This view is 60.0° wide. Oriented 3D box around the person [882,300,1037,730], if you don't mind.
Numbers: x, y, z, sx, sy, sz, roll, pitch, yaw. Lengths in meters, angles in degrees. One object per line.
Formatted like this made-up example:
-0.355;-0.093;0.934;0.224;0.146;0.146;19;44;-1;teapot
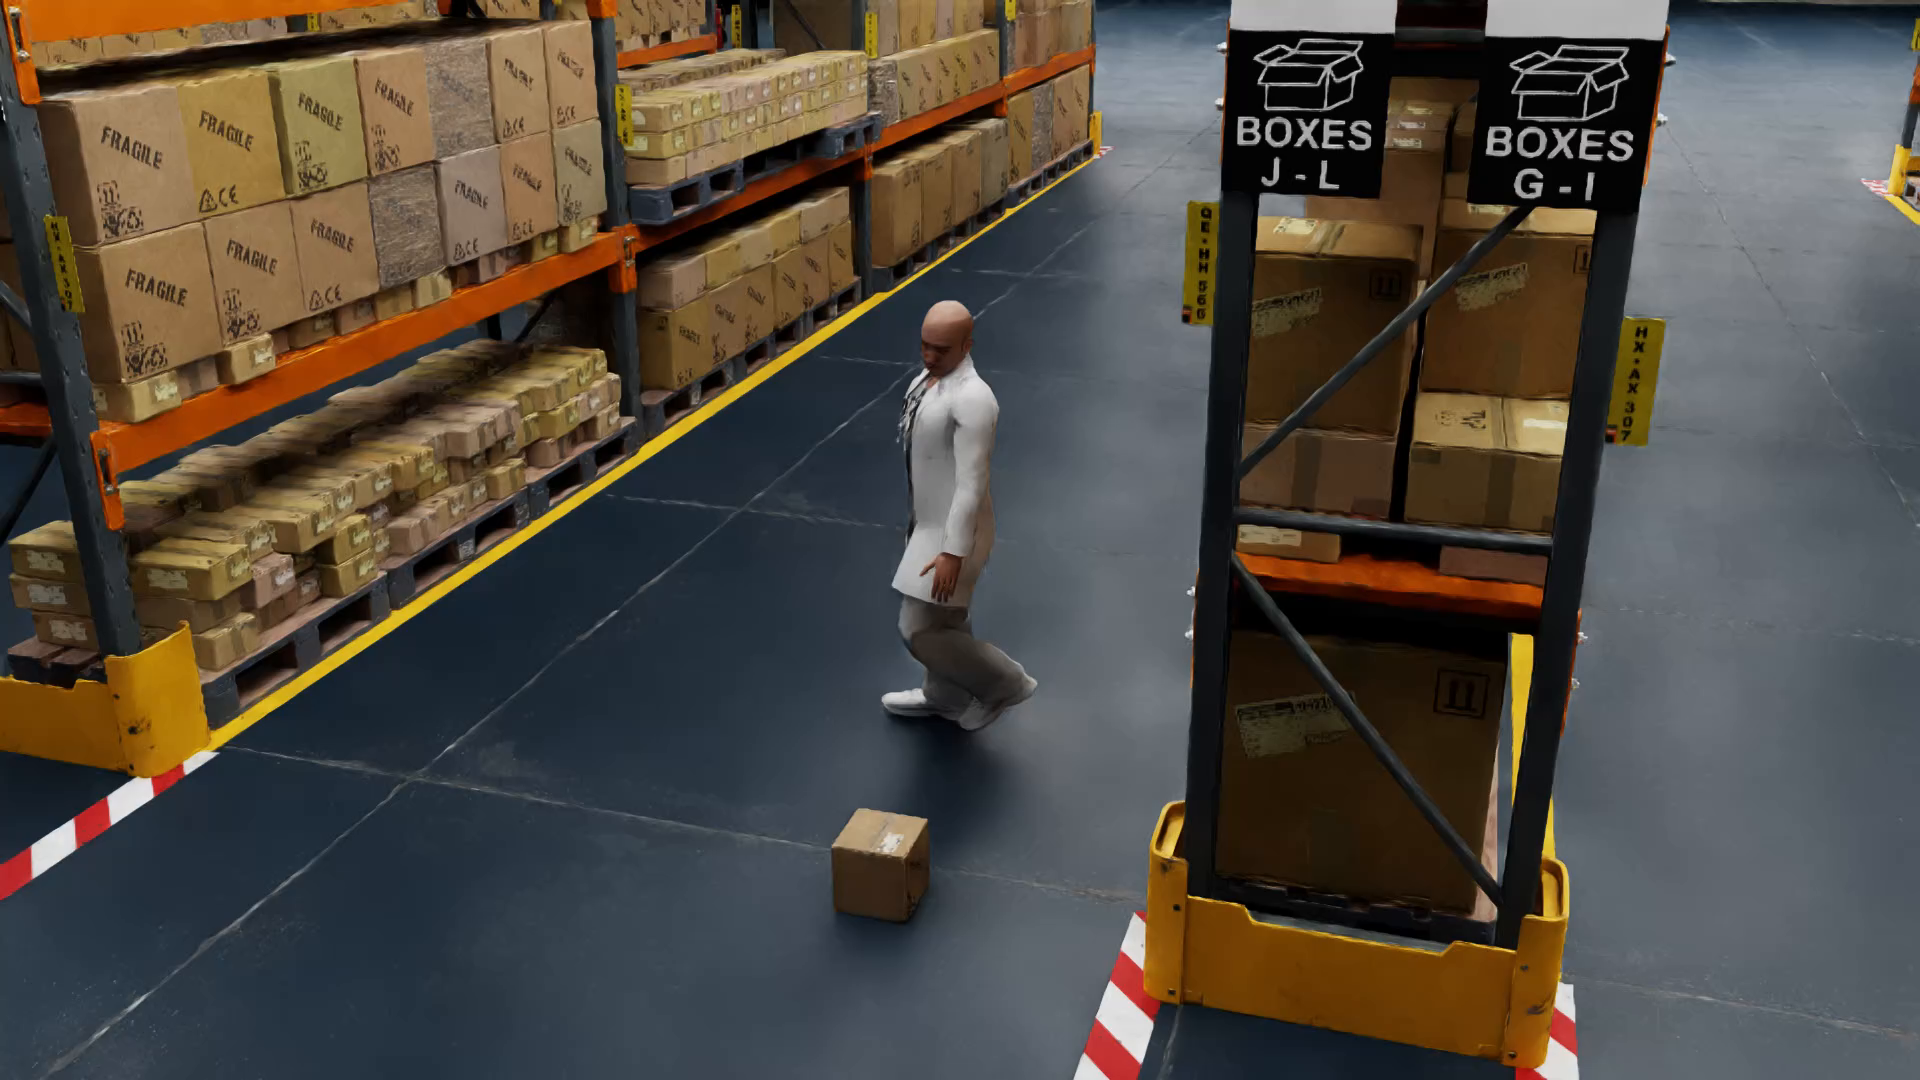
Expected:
-0.001;-0.041;6.186;0.565;1.761;0.652;-4;22;-11;person
